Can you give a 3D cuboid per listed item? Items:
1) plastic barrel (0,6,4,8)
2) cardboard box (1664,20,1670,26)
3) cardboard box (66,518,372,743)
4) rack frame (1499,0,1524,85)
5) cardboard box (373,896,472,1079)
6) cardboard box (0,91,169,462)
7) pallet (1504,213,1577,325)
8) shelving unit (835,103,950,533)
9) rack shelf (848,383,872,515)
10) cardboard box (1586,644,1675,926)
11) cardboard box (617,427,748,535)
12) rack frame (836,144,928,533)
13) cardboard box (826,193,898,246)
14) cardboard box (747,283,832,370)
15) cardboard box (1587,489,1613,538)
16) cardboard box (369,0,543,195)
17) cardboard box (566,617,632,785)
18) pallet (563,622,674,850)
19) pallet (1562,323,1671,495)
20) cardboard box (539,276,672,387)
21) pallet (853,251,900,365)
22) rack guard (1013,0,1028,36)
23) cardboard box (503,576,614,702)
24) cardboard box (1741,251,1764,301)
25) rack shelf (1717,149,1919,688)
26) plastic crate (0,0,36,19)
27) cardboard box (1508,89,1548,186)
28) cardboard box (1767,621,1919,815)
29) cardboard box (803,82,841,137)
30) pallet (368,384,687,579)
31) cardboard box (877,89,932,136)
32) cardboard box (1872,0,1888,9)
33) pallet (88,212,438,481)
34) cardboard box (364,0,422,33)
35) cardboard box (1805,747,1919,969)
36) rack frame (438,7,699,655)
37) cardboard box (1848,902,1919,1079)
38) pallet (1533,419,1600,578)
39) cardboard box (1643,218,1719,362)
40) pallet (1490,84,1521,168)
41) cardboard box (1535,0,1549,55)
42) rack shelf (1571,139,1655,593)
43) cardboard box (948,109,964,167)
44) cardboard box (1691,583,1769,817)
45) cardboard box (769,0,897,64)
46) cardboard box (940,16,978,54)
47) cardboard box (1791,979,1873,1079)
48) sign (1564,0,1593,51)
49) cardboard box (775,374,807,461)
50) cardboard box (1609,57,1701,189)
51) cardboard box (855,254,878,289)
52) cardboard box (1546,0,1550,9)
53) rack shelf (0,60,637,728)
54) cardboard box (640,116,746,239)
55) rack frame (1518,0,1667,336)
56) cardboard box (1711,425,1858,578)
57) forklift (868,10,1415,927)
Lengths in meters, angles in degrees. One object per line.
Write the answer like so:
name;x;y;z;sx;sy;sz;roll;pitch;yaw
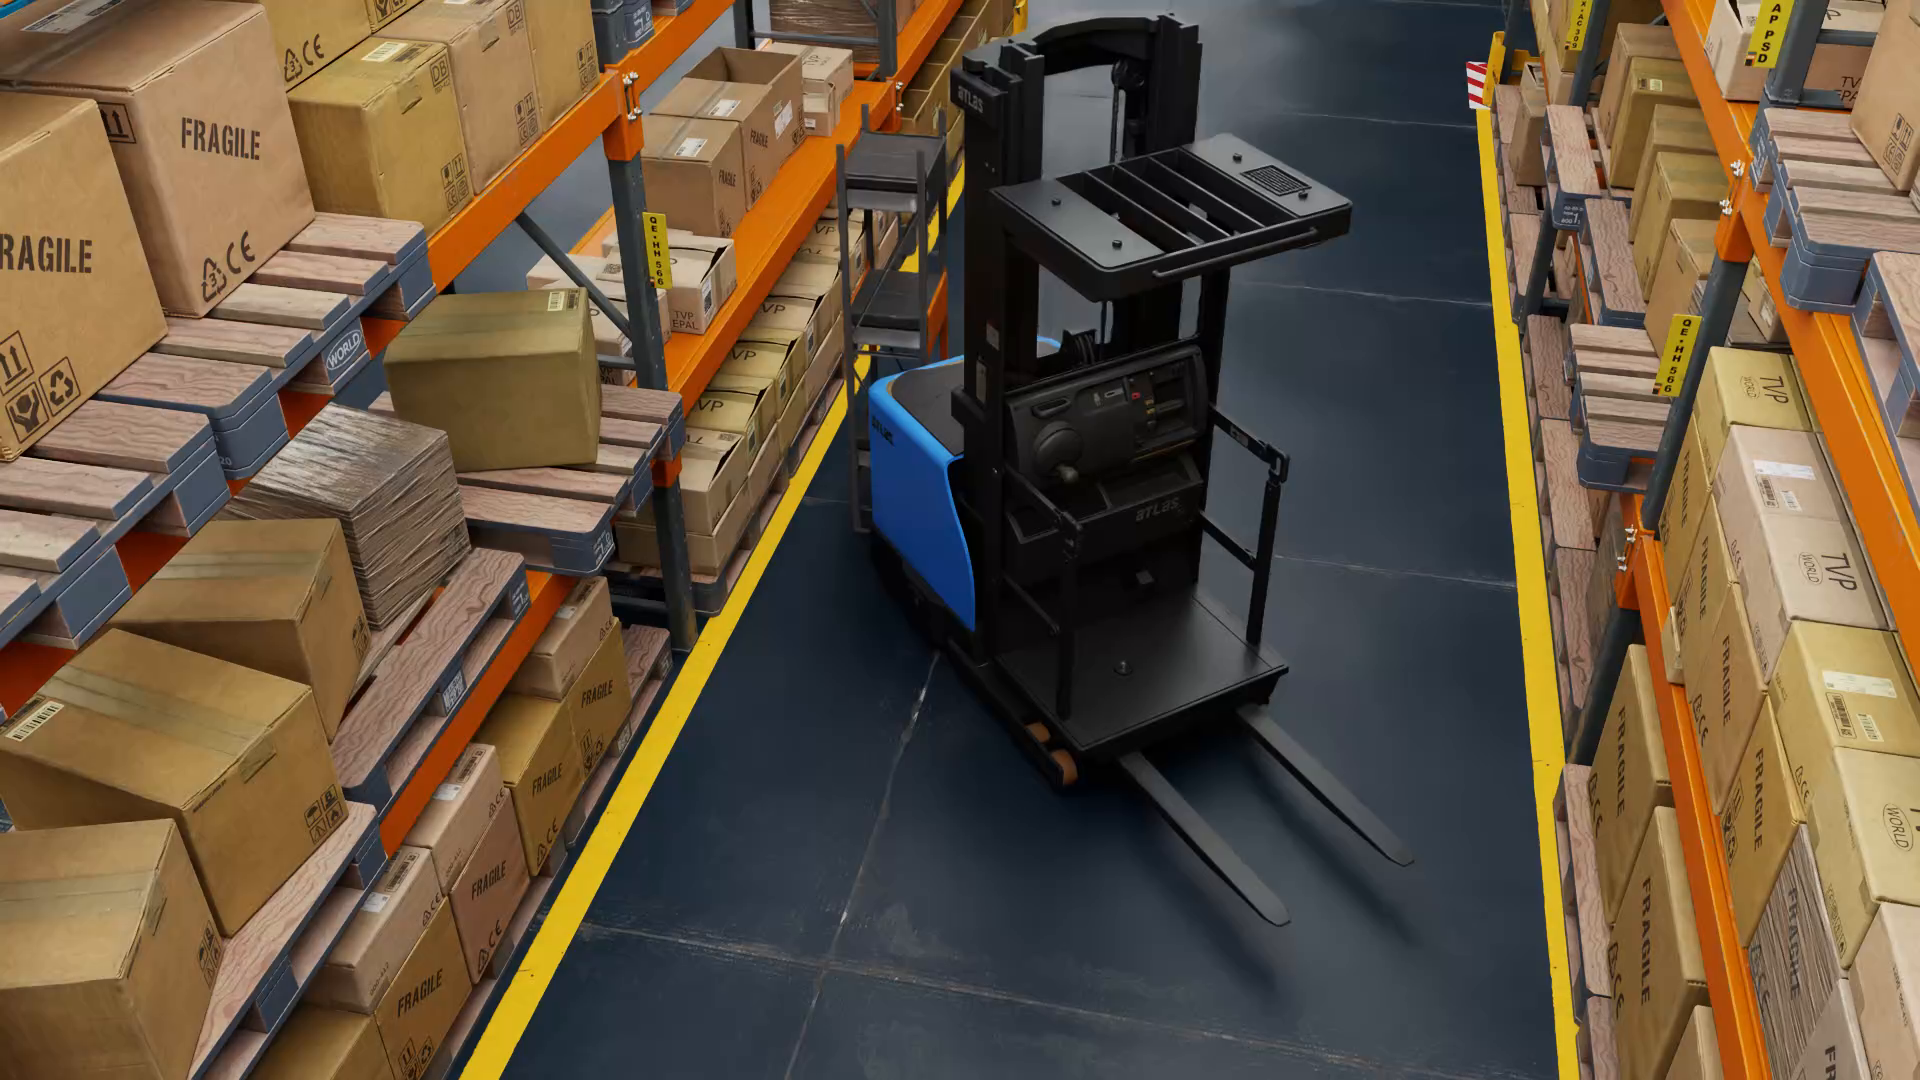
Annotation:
plastic barrel;-6.142;-3.227;10.301;0.433;0.535;0.433;0;36;0
cardboard box;4.259;-2.946;9.501;0.500;0.500;0.500;7;36;9
cardboard box;-2.277;0.285;5.128;0.700;0.500;0.500;-1;36;-2
rack frame;4.809;-4.745;12.511;1.000;3.000;0.127;7;37;10
cardboard box;-2.036;1.510;5.635;0.500;0.500;0.500;8;37;11
cardboard box;-2.294;-0.615;3.729;0.600;0.600;0.600;7;37;9
pallet;4.064;-1.712;10.702;1.003;0.211;1.213;7;37;10
shelving unit;-0.307;-1.022;8.140;0.431;2.100;0.503;6;36;8
rack shelf;-0.307;-0.444;8.559;0.431;0.518;0.480;6;36;8
cardboard box;2.815;0.947;6.131;0.750;0.750;0.750;7;36;9
cardboard box;-1.341;-0.324;7.919;0.500;0.311;0.500;9;37;12
rack frame;-0.351;-0.881;7.946;0.400;2.100;0.015;6;36;8
cardboard box;-0.692;-2.086;10.350;0.500;0.311;0.500;7;37;10
cardboard box;-1.017;-1.214;9.146;0.500;0.311;0.500;7;36;9
cardboard box;3.505;-0.313;8.151;0.700;0.500;0.500;7;37;10
cardboard box;-1.909;-1.486;5.373;0.910;0.500;0.500;7;37;10
cardboard box;-1.710;0.622;6.861;0.500;0.500;0.500;9;37;12
pallet;-1.936;0.775;7.271;1.003;0.211;1.213;7;37;10
pallet;3.149;-0.503;6.821;1.213;0.211;1.003;7;37;10
cardboard box;-1.619;-0.944;7.343;0.500;0.311;0.500;10;37;13
pallet;-1.005;-1.514;10.429;1.003;0.211;1.213;7;37;10
rack guard;-0.026;-4.365;14.117;1.175;0.500;0.348;7;37;10
cardboard box;-1.718;0.352;6.595;0.500;0.250;0.500;9;37;12
cardboard box;3.199;-1.028;6.369;0.380;0.149;0.250;2;36;2
rack shelf;2.673;0.065;3.932;1.077;0.370;4.000;7;37;10
plastic crate;-5.655;-3.016;10.139;0.392;0.384;0.575;7;37;10
cardboard box;4.246;-2.784;11.561;0.700;0.500;0.500;5;36;7
cardboard box;2.432;0.486;4.299;0.500;0.250;0.500;7;36;9
cardboard box;-0.894;-2.489;9.513;0.396;0.266;0.258;6;36;9
pallet;-1.816;-0.302;6.545;1.213;0.211;1.003;7;37;10
cardboard box;-0.480;-2.657;10.977;0.500;0.500;0.500;7;37;10
cardboard box;3.479;-1.806;5.797;0.500;0.500;0.500;7;37;10
pallet;-2.168;-0.583;4.372;1.213;0.211;1.003;7;37;10
cardboard box;-1.948;-1.895;5.086;0.500;0.500;0.500;7;37;10
cardboard box;2.323;0.778;3.896;0.500;0.250;0.500;8;37;11
rack frame;-1.740;-0.777;7.036;1.000;3.000;0.127;7;37;10
cardboard box;2.214;1.070;3.493;0.500;0.250;0.500;8;37;11
pallet;3.531;-0.174;8.581;1.003;0.211;1.213;7;37;10
cardboard box;3.284;-0.972;6.845;0.700;0.500;0.500;4;36;6
pallet;4.585;-3.111;12.633;1.003;0.211;1.213;7;37;10
cardboard box;3.967;-3.283;10.605;0.500;0.250;0.500;7;37;10
rack shelf;3.528;-1.014;7.976;1.077;0.370;4.000;7;37;10
cardboard box;-0.267;-2.927;11.988;0.500;0.250;0.500;7;37;10
cardboard box;2.519;0.502;4.915;0.500;0.500;0.500;7;37;10
cardboard box;-0.797;-3.366;10.523;0.700;0.500;0.500;6;36;9
cardboard box;-0.162;-3.518;12.164;0.500;0.500;0.500;7;37;10
cardboard box;2.198;1.376;3.710;0.500;0.500;0.500;8;37;10
sign;3.423;-2.866;9.181;0.100;0.325;0.005;7;37;10
cardboard box;-1.129;-0.684;8.894;0.500;0.250;0.500;6;36;9
cardboard box;3.686;-2.063;8.351;0.700;0.500;0.500;11;37;15
cardboard box;-0.801;-1.563;10.106;0.500;0.250;0.500;7;36;9
cardboard box;3.973;-3.587;10.385;0.500;0.500;0.500;6;36;9
rack shelf;-2.167;-0.554;4.785;1.077;0.370;4.000;7;37;10
cardboard box;-1.397;-1.782;8.337;0.500;0.500;0.500;5;36;7
rack frame;3.955;-2.452;9.347;1.000;3.000;0.127;7;37;10
cardboard box;2.638;-0.095;5.100;0.500;0.250;0.500;7;36;9
forklift;0.722;-0.442;6.632;1.130;2.935;3.031;-18;40;-24
